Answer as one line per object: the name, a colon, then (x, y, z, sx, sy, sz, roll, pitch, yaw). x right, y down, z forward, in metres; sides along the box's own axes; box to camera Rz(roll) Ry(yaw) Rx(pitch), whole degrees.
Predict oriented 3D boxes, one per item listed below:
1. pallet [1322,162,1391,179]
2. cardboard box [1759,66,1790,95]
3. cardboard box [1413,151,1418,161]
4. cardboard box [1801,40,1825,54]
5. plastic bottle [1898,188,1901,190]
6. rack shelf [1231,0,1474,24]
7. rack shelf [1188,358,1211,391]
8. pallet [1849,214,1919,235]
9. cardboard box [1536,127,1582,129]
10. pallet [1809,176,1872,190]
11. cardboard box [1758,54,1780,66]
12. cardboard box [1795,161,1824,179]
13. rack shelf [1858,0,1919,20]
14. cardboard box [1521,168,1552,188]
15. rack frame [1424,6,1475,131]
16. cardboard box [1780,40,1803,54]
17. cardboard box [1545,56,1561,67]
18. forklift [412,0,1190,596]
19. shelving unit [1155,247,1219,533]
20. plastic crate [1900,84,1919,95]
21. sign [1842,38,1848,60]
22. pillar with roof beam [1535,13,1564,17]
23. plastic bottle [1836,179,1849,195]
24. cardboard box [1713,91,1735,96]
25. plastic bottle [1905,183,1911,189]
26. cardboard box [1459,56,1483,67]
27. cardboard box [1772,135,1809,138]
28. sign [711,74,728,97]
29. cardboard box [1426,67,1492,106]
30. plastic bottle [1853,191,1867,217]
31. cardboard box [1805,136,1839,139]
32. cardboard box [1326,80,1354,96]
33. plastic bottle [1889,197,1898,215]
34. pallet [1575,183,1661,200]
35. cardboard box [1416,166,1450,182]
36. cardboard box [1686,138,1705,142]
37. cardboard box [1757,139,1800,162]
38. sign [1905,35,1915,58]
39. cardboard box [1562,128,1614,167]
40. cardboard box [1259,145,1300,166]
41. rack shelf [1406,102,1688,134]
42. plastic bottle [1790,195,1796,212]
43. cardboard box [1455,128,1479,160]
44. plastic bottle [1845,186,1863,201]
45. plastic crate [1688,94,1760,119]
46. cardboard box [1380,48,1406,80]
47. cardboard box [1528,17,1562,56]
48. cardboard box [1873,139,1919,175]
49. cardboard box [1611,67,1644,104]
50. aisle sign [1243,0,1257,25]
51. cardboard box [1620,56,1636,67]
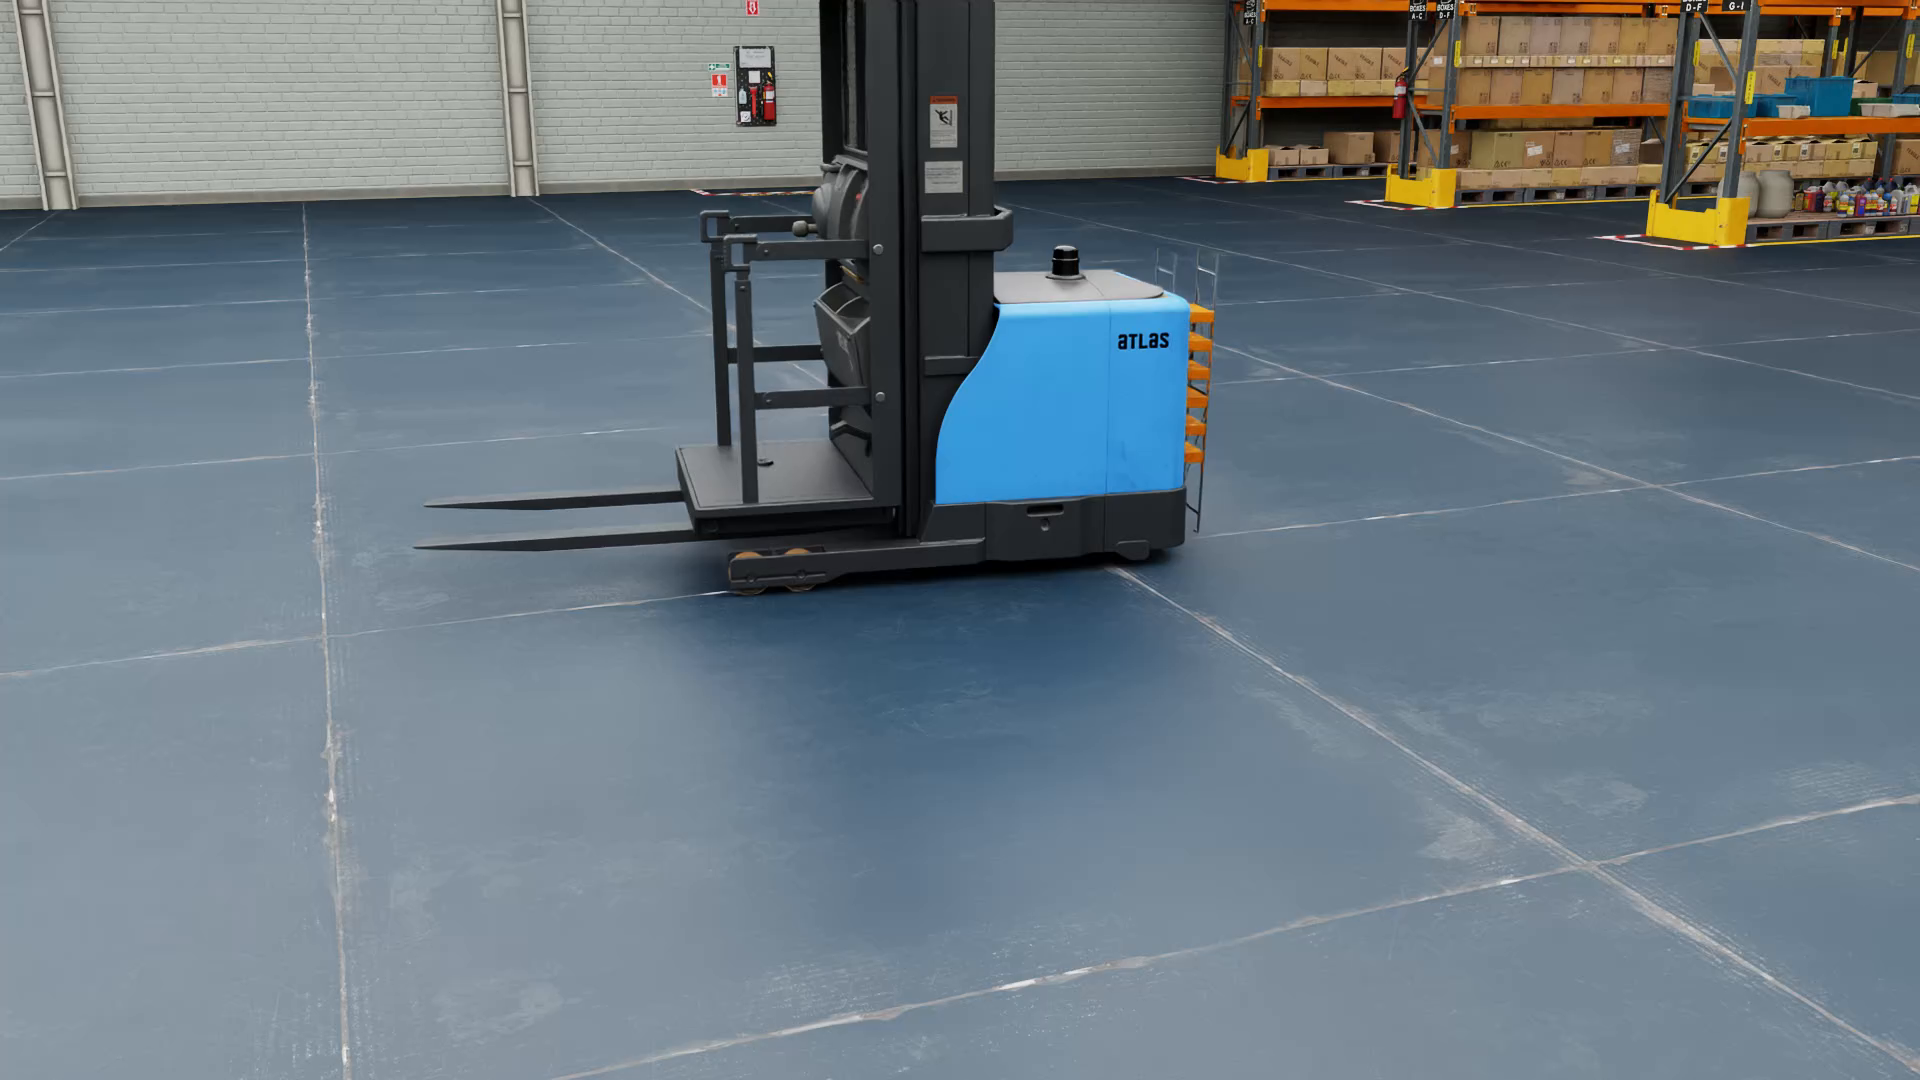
pallet: (6.517, -6.220, 27.904, 1.213, 0.211, 1.003, -6, 17, -20)
cardboard box: (11.731, -6.681, 24.346, 0.500, 0.500, 0.500, -6, 17, -20)
cardboard box: (7.783, -6.549, 28.322, 0.250, 0.166, 0.380, -9, 18, -27)
cardboard box: (15.398, -9.011, 30.388, 0.500, 0.250, 0.500, -6, 17, -19)
plastic bottle: (10.777, -3.892, 19.067, 0.133, 0.283, 0.061, -6, 17, -20)
rack shelf: (6.405, -8.651, 27.188, 4.000, 0.370, 1.077, -6, 17, -20)
rack shelf: (0.938, -0.708, 7.101, 0.180, 0.103, 0.258, -2, 16, -12)
pallet: (11.175, -3.757, 19.519, 1.213, 0.211, 1.003, -6, 17, -20)
cardboard box: (8.569, -5.633, 23.759, 0.500, 0.500, 0.500, -6, 17, -20)
pallet: (13.001, -5.448, 25.277, 1.213, 0.211, 1.003, -6, 17, -20)
cardboard box: (14.457, -8.550, 30.150, 0.500, 0.500, 0.500, -6, 17, -20)
cardboard box: (12.429, -5.521, 24.711, 0.500, 0.250, 0.500, -6, 17, -19)
rack shelf: (15.651, -8.155, 25.497, 4.000, 0.370, 1.077, -6, 17, -20)
cardboard box: (7.826, -5.032, 23.045, 0.500, 0.250, 0.500, -6, 17, -20)
rack frame: (8.272, -7.759, 28.196, 0.127, 3.000, 1.000, -6, 17, -20)
cardboard box: (14.917, -8.962, 30.221, 0.500, 0.250, 0.500, -6, 17, -19)
cardboard box: (7.958, -6.525, 22.666, 0.250, 0.149, 0.380, -6, 18, -21)
forklift: (-0.651, -1.356, 6.514, 3.031, 2.935, 1.130, -4, 17, -13)
shelving unit: (0.936, -0.635, 7.122, 0.189, 1.200, 0.258, -2, 16, -12)
plastic crate: (11.283, -5.103, 19.262, 0.504, 0.338, 0.767, -6, 17, -20)
sign: (13.580, -7.518, 25.463, 0.005, 0.325, 0.100, -6, 17, -20)
pillar with roof beam: (12.024, -10.004, 25.195, 0.400, 9.000, 9.100, -6, 17, -20)
plastic bottle: (10.342, -4.058, 19.514, 0.185, 0.351, 0.144, -6, 18, -21)
cardboard box: (10.949, -6.371, 23.915, 0.250, 0.149, 0.380, -6, 17, -20)
plastic bottle: (11.363, -4.137, 19.925, 0.097, 0.271, 0.097, 0, 16, 0)
cardboard box: (6.756, -6.395, 22.222, 0.250, 0.149, 0.380, -6, 18, -20)
cardboard box: (15.182, -7.636, 30.846, 0.750, 0.750, 0.750, -6, 17, -19)
sign: (-3.596, -6.798, 24.861, 0.234, 0.329, 0.001, -6, 17, -20)
cardboard box: (6.754, -6.144, 22.520, 0.500, 0.500, 0.700, -6, 17, -20)
plastic bottle: (10.104, -3.775, 18.671, 0.133, 0.283, 0.061, -6, 17, -19)
cardboard box: (13.189, -6.035, 25.464, 0.500, 0.311, 0.500, -6, 17, -18)
cardboard box: (6.064, -7.365, 27.084, 0.500, 0.250, 0.500, -6, 18, -21)
plastic bottle: (10.584, -3.793, 18.878, 0.097, 0.201, 0.097, 0, 16, 0)
pallet: (9.291, -5.049, 23.916, 1.213, 0.211, 1.003, -6, 17, -20)
cardboard box: (6.708, -5.067, 23.162, 0.500, 0.250, 0.500, -6, 17, -20)
cardboard box: (10.807, -5.777, 24.588, 0.500, 0.311, 0.500, -6, 17, -19)
cardboard box: (11.958, -5.739, 24.455, 0.500, 0.311, 0.500, -6, 17, -19)
sign: (13.985, -7.269, 24.473, 0.005, 0.325, 0.100, -6, 17, -20)
cardboard box: (8.757, -5.495, 23.290, 0.500, 0.500, 0.500, -6, 17, -20)
cardboard box: (5.215, -6.323, 27.296, 0.500, 0.311, 0.500, -8, 18, -26)
rack shelf: (8.181, -5.909, 23.173, 4.000, 0.370, 1.077, -6, 17, -20)
plastic bottle: (9.640, -3.918, 19.302, 0.097, 0.201, 0.097, 0, 16, 0)
cardboard box: (8.953, -6.849, 28.753, 0.500, 0.500, 0.700, -6, 17, -18)
plastic bottle: (10.418, -3.986, 19.401, 0.135, 0.276, 0.152, -6, 17, -20)
plastic crate: (8.442, -4.807, 18.407, 0.616, 0.251, 0.499, -6, 17, -20)
cardboard box: (7.003, -7.827, 27.329, 0.500, 0.500, 0.500, -7, 18, -22)
cardboard box: (7.763, -6.877, 22.715, 0.500, 0.500, 0.700, -6, 17, -20)
cardboard box: (14.311, -5.841, 25.322, 0.500, 0.500, 0.500, -5, 17, -18)
cardboard box: (9.146, -6.402, 23.400, 0.500, 0.500, 0.700, -6, 18, -21)
aisle sign: (4.577, -8.517, 26.162, 0.004, 0.787, 0.394, -6, 17, -20)
cardboard box: (9.151, -6.653, 23.101, 0.250, 0.149, 0.380, -6, 17, -20)
